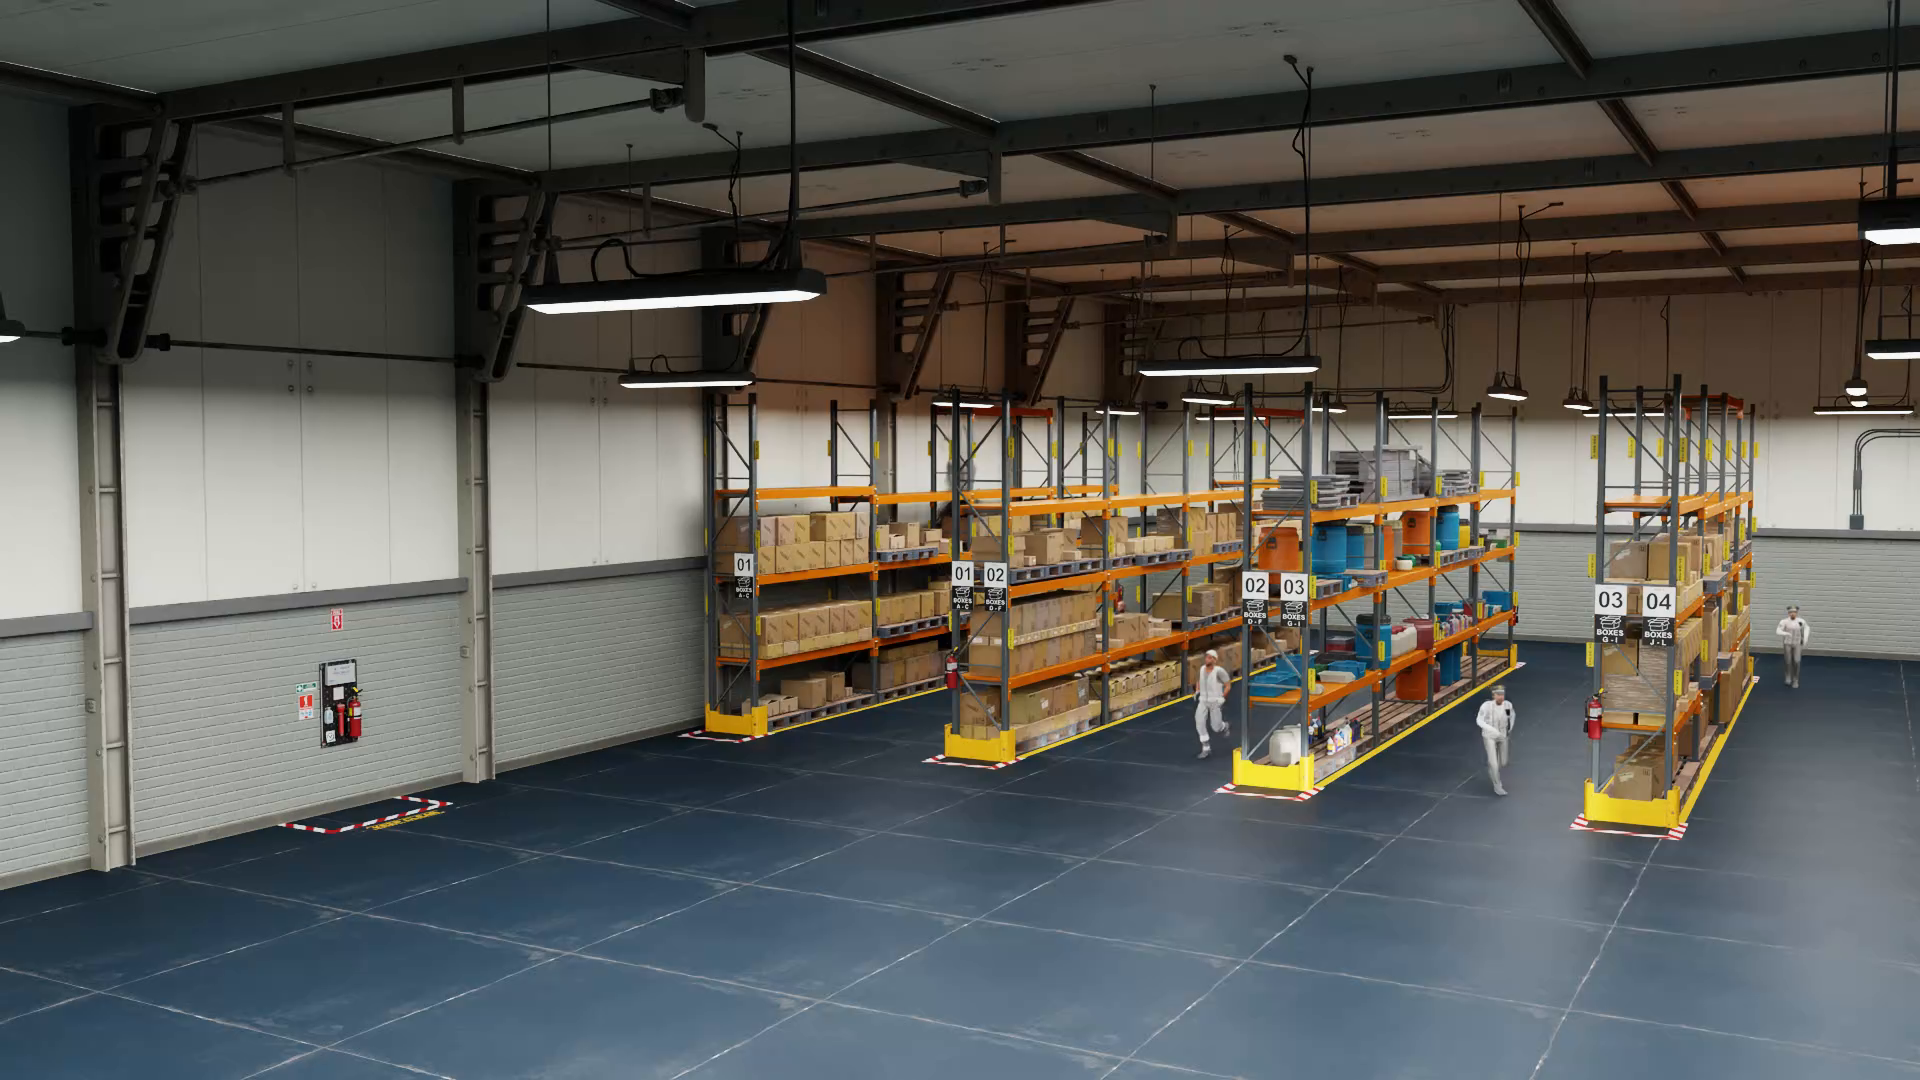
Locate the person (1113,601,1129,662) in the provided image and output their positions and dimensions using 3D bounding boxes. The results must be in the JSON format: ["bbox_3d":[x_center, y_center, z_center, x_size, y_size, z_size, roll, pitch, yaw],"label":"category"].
[{"bbox_3d":[3.570,2.185,36.446,0.650,1.702,0.876,1,3,24],"label":"person"}]

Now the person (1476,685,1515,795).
[{"bbox_3d":[7.810,2.887,24.228,0.599,1.629,0.695,0,3,4],"label":"person"}]

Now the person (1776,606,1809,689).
[{"bbox_3d":[17.608,2.244,35.180,0.624,1.742,0.845,1,3,25],"label":"person"}]

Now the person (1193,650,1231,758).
[{"bbox_3d":[4.141,2.675,27.337,0.664,1.743,0.802,2,4,35],"label":"person"}]
